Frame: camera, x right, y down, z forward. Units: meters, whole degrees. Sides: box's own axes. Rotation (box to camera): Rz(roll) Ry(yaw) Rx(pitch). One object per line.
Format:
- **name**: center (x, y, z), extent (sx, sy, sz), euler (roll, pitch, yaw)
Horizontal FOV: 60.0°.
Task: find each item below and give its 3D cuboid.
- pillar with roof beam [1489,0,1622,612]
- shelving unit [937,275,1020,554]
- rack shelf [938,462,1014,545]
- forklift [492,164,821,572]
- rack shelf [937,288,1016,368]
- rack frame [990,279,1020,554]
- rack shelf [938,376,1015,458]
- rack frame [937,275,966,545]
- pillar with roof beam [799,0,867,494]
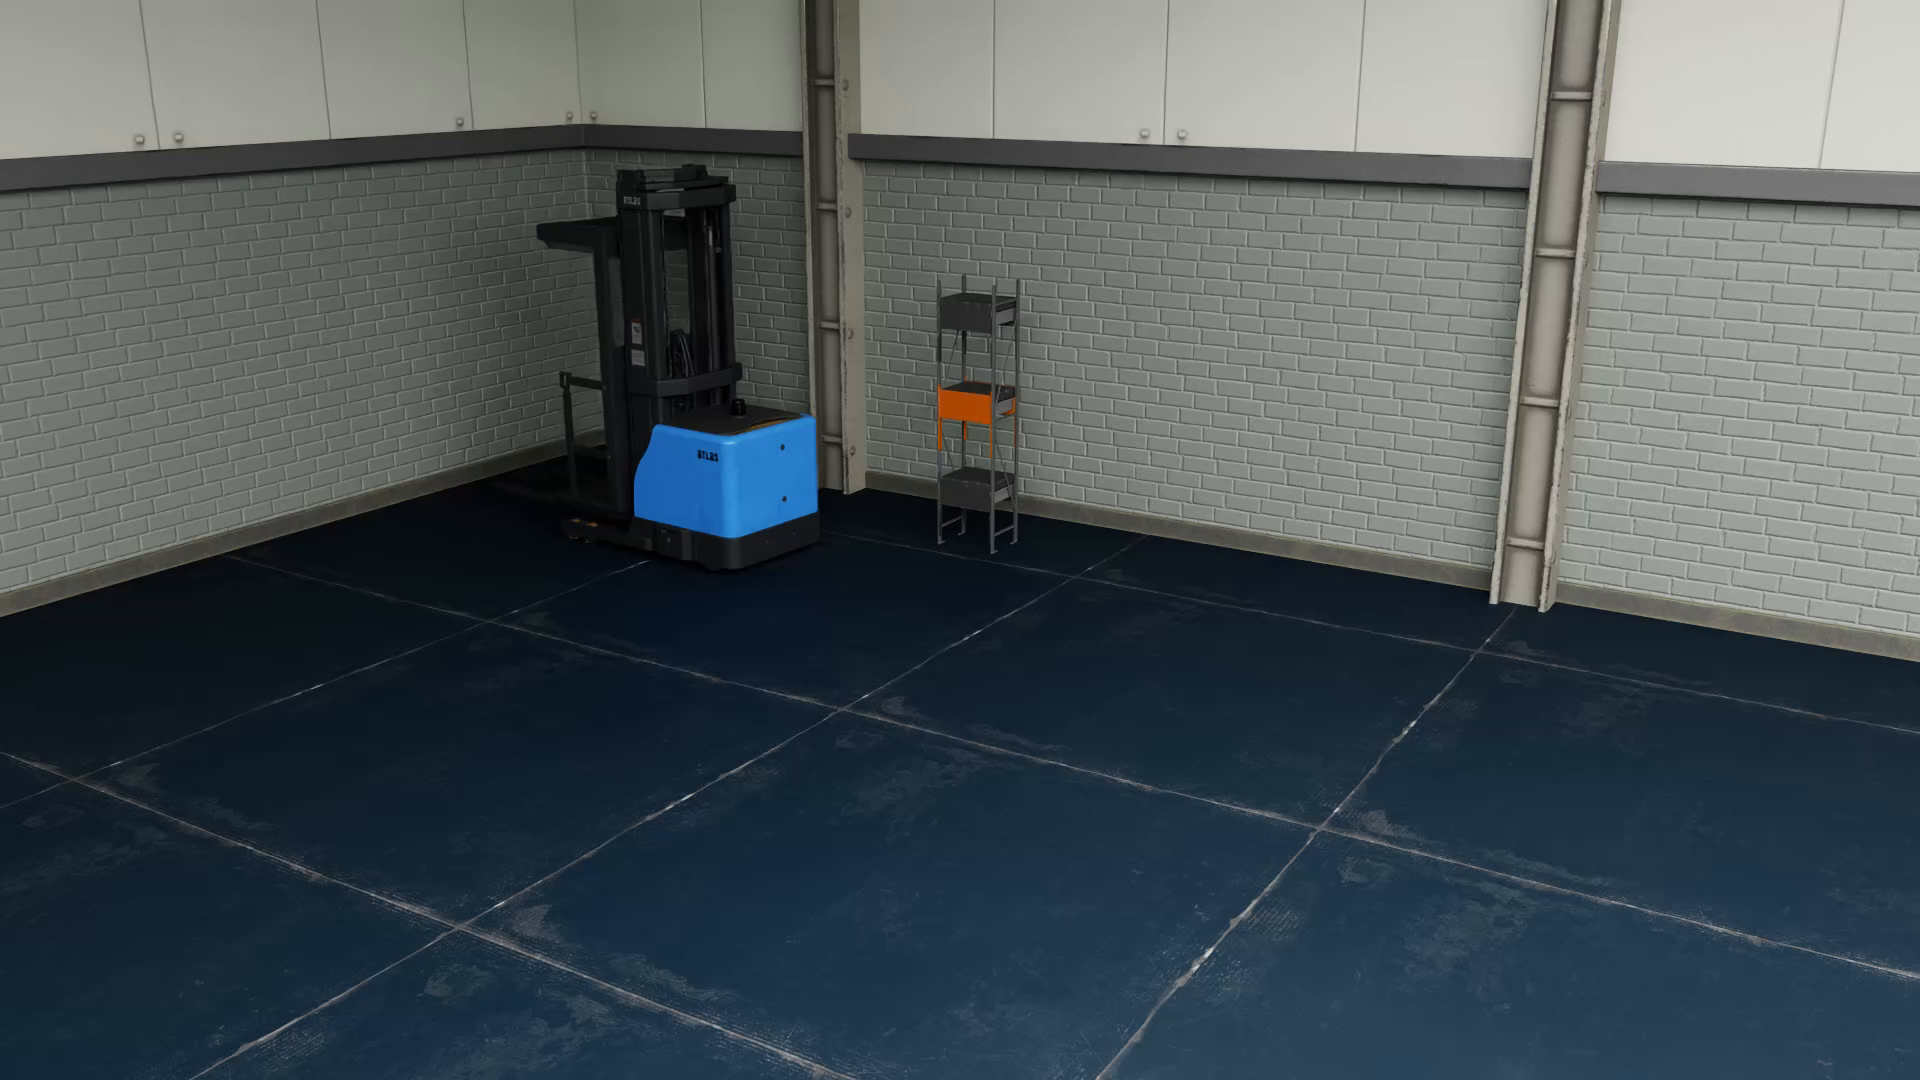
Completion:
- **pillar with roof beam**: center (1.780, -2.797, 7.107), extent (0.400, 9.000, 9.100), euler (10, 20, 30)
- **shelving unit**: center (0.141, -0.979, 12.993), extent (0.503, 2.100, 0.431), euler (10, 20, 30)
- **rack shelf**: center (0.141, -0.297, 13.201), extent (0.480, 0.518, 0.431), euler (10, 20, 30)
- **forklift**: center (-2.585, -1.485, 13.227), extent (3.031, 2.935, 1.130), euler (12, 21, 35)
- **rack shelf**: center (0.141, -1.636, 12.794), extent (0.480, 0.518, 0.431), euler (10, 20, 30)
- **rack frame**: center (0.349, -0.942, 12.871), extent (0.015, 2.100, 0.400), euler (10, 20, 30)
- **rack shelf**: center (0.141, -0.966, 12.997), extent (0.480, 0.518, 0.431), euler (10, 20, 30)
- **rack frame**: center (-0.067, -1.017, 13.115), extent (0.015, 2.100, 0.400), euler (10, 20, 30)
- **pillar with roof beam**: center (-3.333, -3.710, 10.112), extent (0.400, 9.000, 9.100), euler (10, 20, 30)
